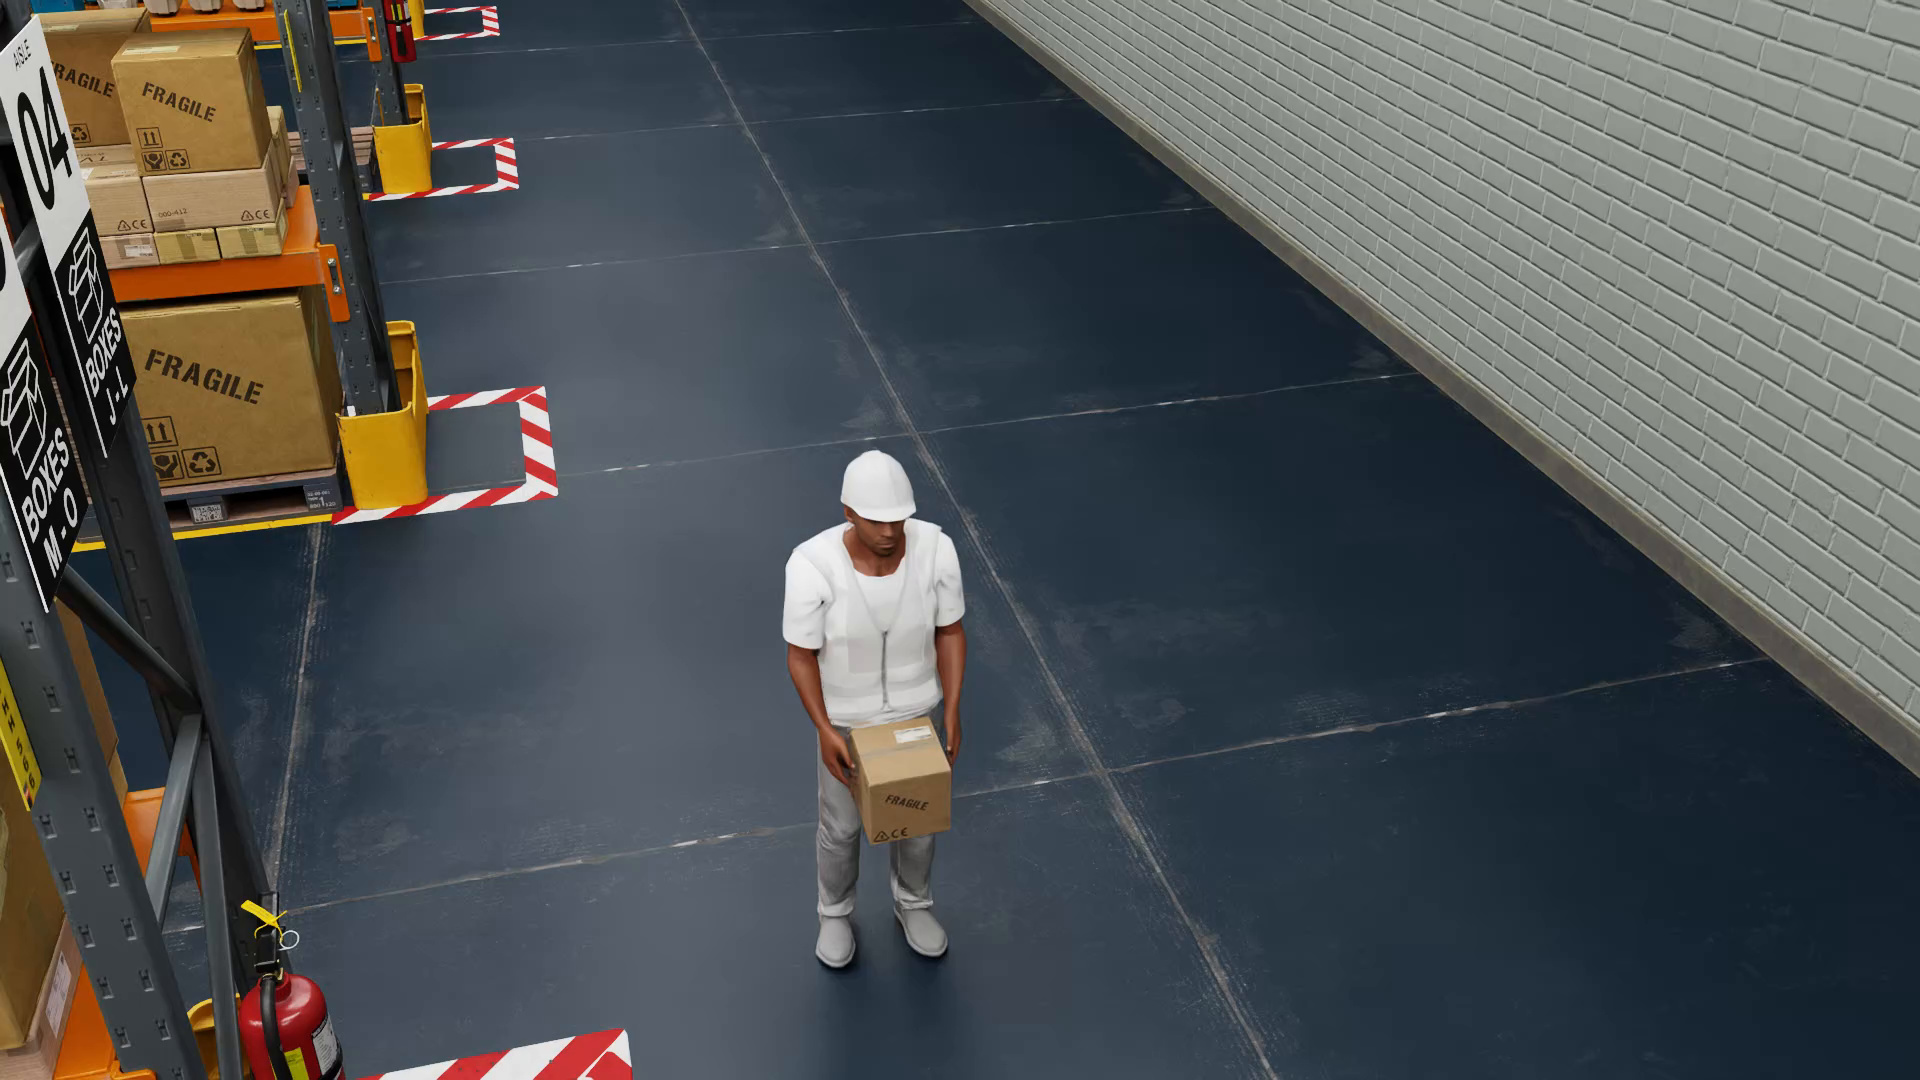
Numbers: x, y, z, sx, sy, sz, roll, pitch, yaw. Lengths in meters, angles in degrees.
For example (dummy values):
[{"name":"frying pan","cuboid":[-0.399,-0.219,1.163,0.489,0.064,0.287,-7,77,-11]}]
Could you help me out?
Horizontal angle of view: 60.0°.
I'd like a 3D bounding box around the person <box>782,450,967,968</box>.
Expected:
[{"name":"person","cuboid":[-0.244,0.539,5.175,0.572,1.767,0.470,-8,31,-14]}]
